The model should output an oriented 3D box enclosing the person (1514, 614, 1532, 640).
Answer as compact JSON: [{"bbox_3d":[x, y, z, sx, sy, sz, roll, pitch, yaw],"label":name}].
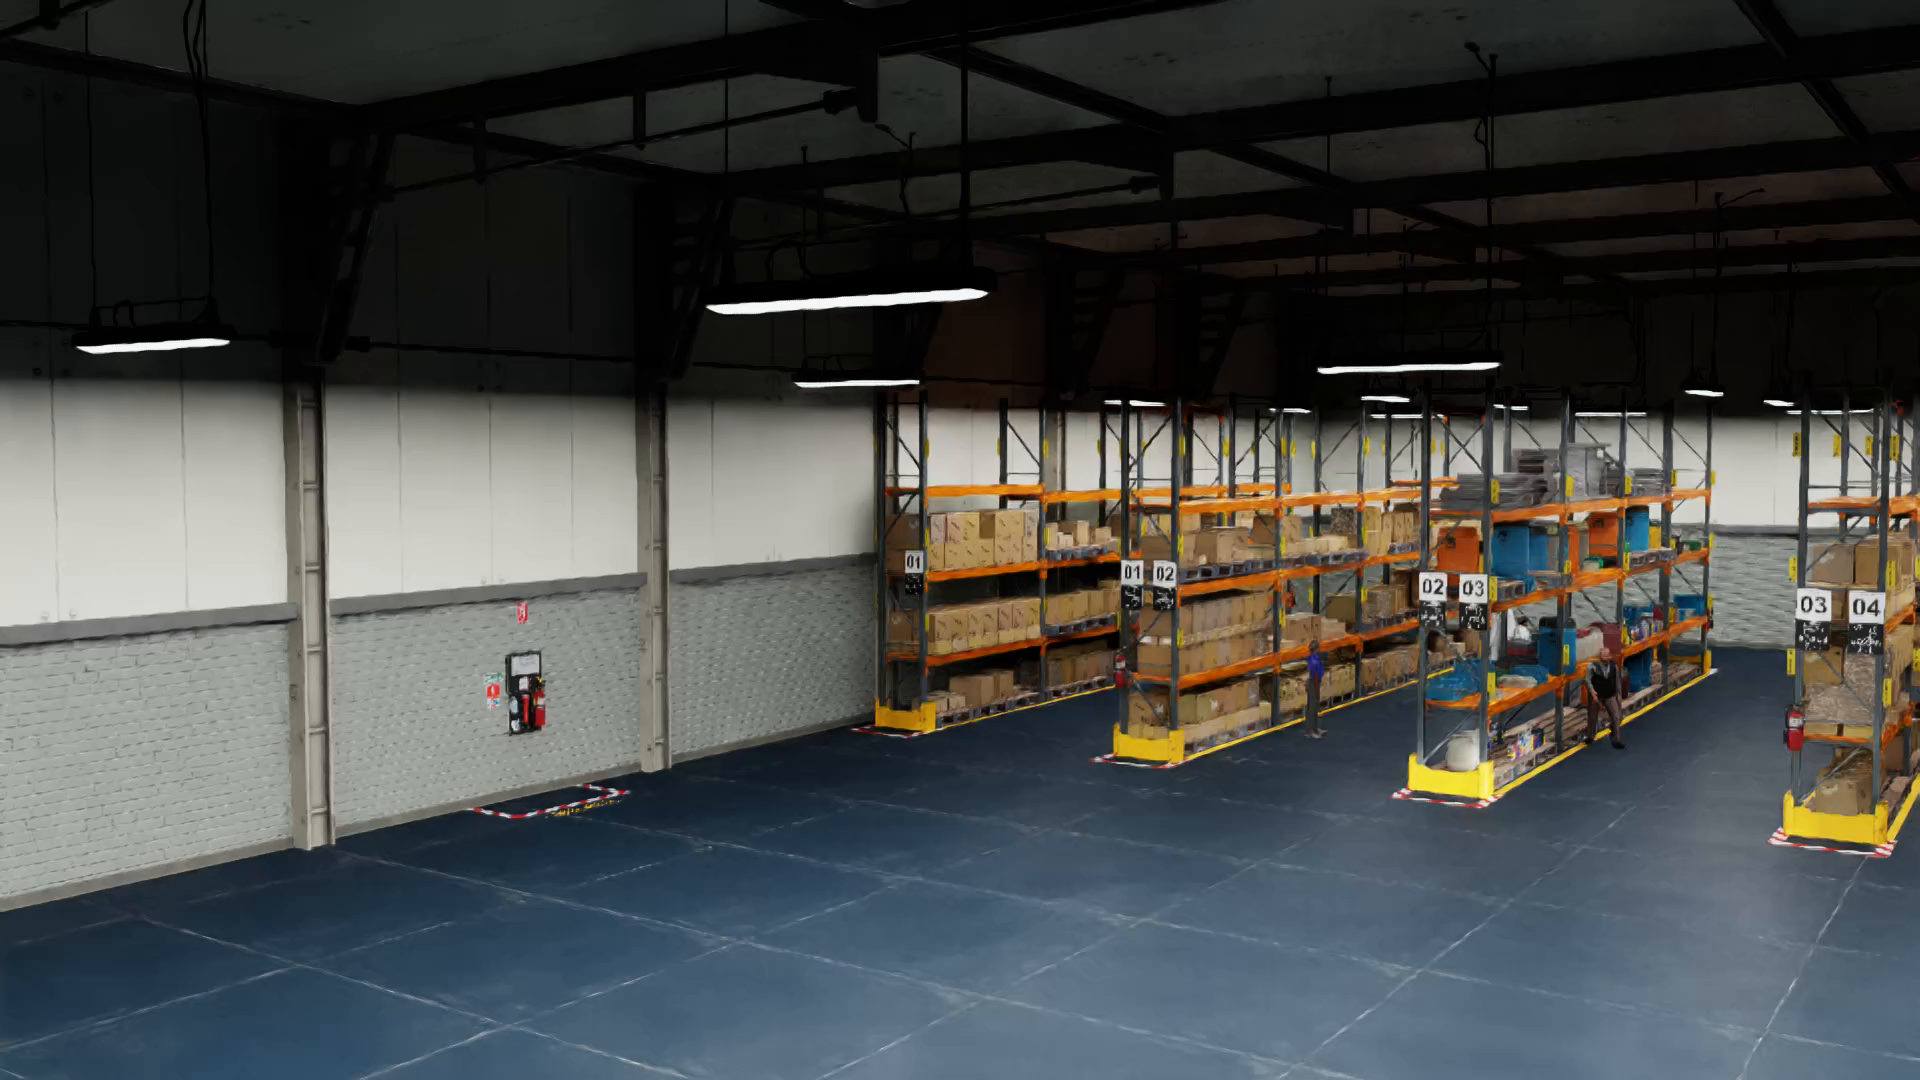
[{"bbox_3d":[11.259,2.310,33.214,0.408,1.680,0.538,0,3,4],"label":"person"}]

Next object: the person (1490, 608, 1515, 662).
[{"bbox_3d":[11.913,2.106,36.585,0.600,1.725,1.110,2,4,33],"label":"person"}]

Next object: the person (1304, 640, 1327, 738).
[{"bbox_3d":[6.160,2.565,28.764,0.422,1.663,0.502,0,3,4],"label":"person"}]

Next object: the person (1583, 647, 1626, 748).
[{"bbox_3d":[10.741,2.614,27.808,0.644,1.673,0.751,1,3,9],"label":"person"}]
